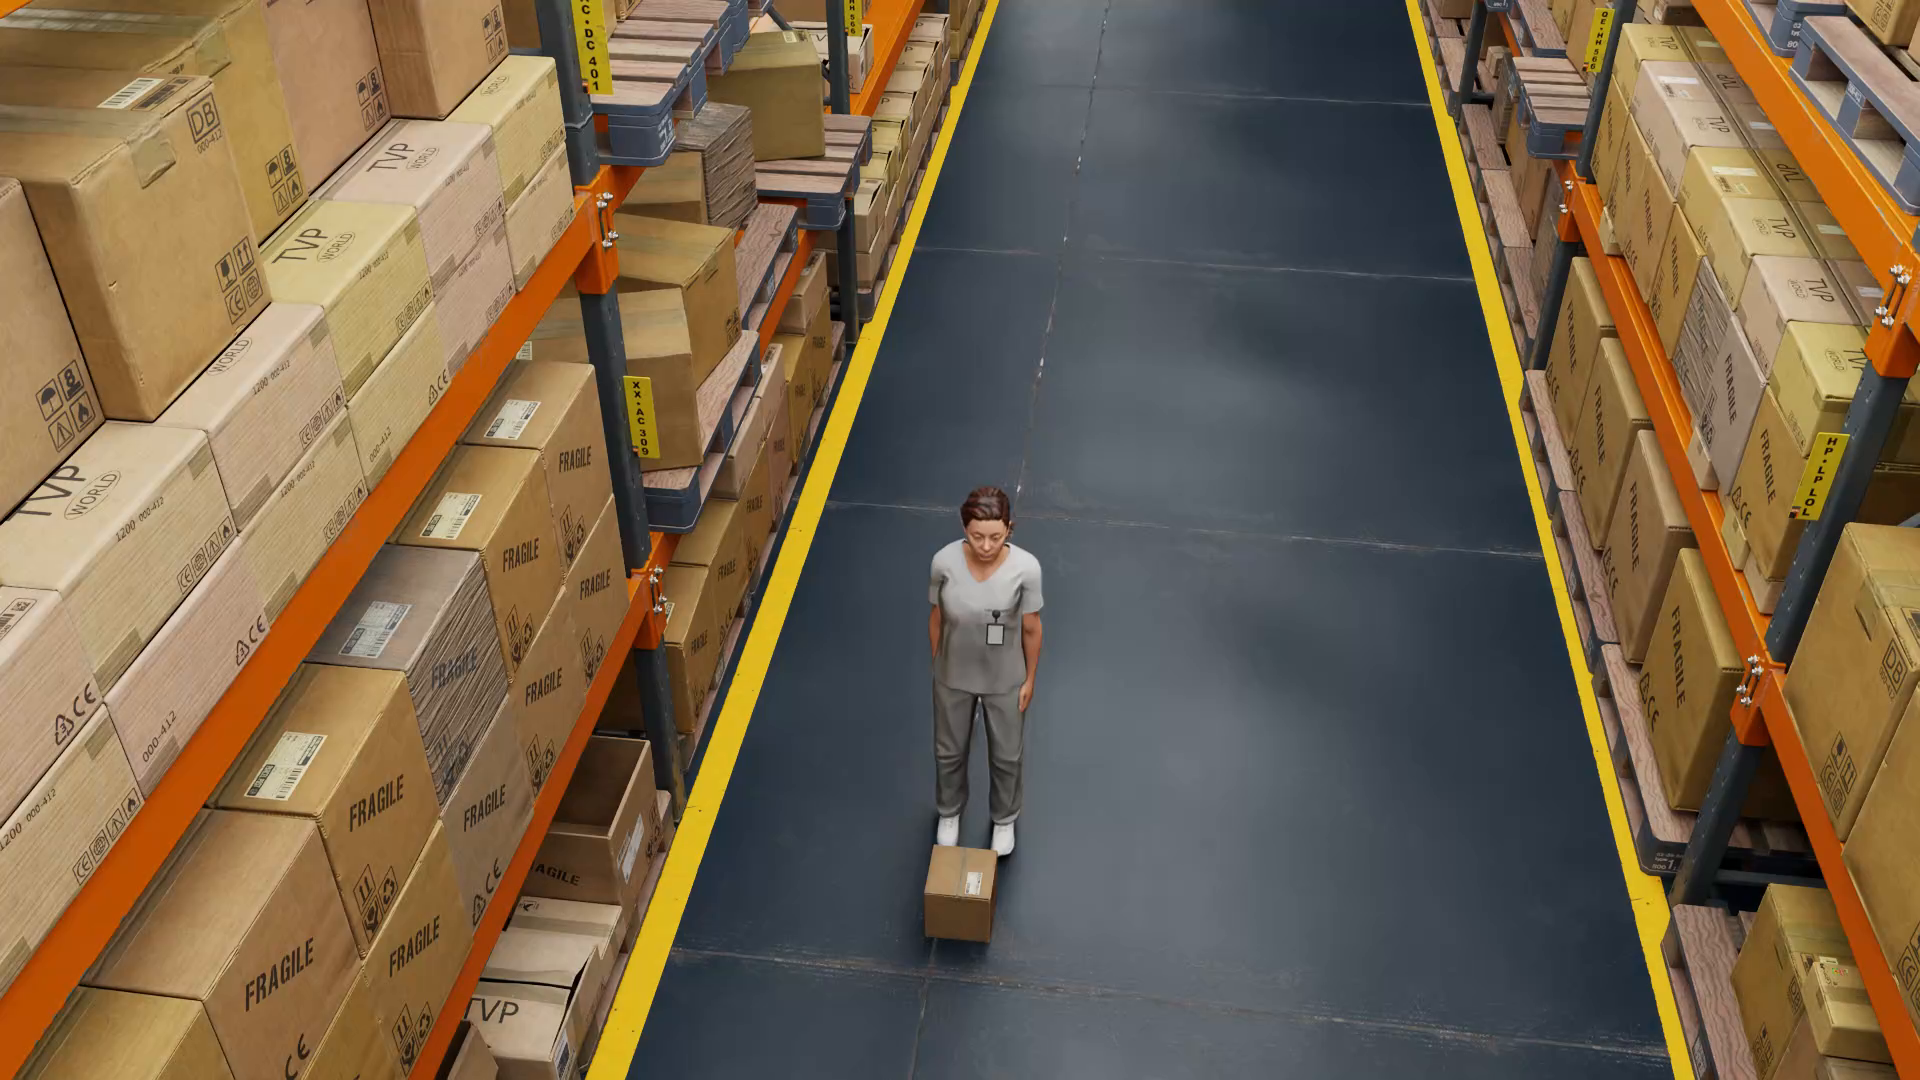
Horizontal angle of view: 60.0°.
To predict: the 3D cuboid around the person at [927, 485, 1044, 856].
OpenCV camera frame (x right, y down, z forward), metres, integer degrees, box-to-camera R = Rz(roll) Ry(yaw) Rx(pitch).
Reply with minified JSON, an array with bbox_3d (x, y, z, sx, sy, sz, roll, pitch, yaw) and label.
[{"bbox_3d":[0.092,0.509,6.362,0.437,1.680,0.361,5,37,7],"label":"person"}]
